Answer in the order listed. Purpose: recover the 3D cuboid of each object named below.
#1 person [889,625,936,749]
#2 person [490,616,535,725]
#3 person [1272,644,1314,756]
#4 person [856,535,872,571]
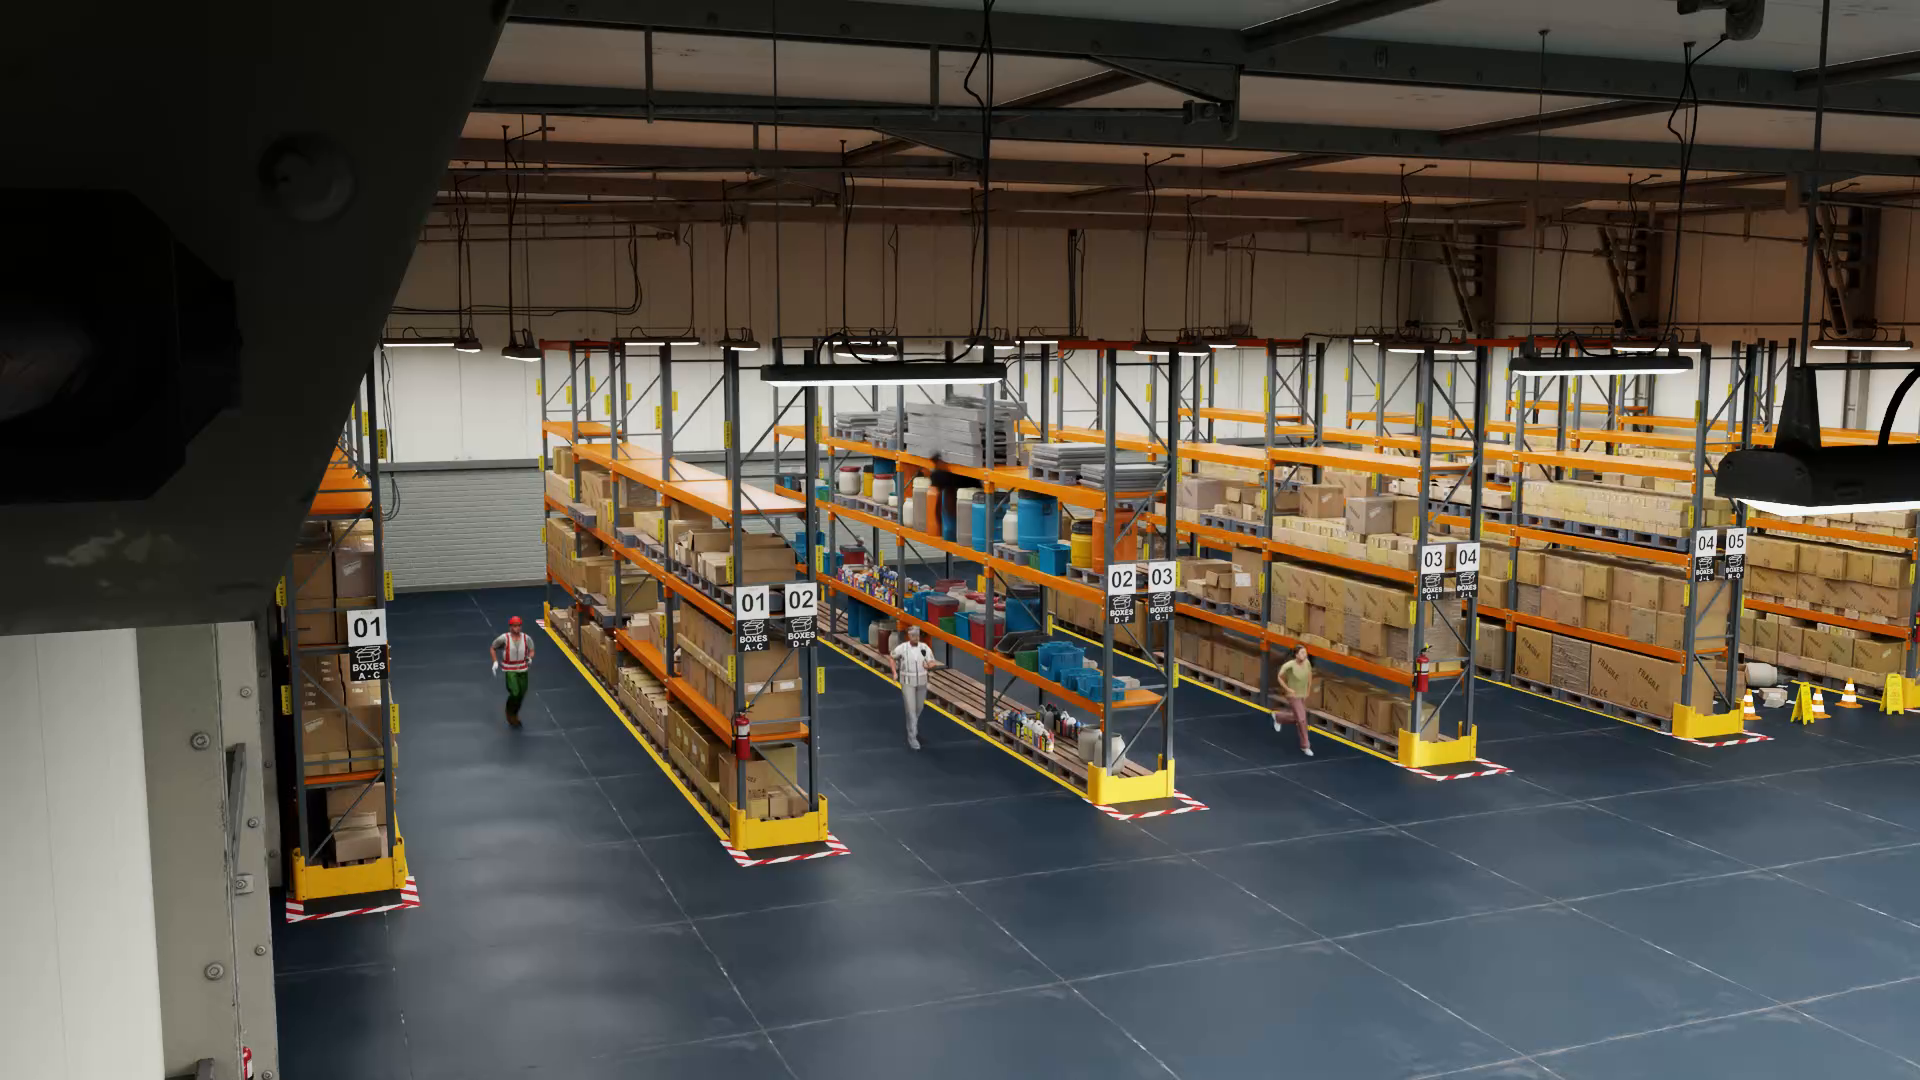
[{"bbox_3d":[-0.692,2.171,25.124,0.653,1.795,0.902,-3,8,-20],"label":"person"},{"bbox_3d":[-6.973,2.059,26.087,0.654,1.739,0.739,-5,9,-35],"label":"person"},{"bbox_3d":[4.955,2.334,24.763,0.587,1.656,0.896,-4,9,-30],"label":"person"},{"bbox_3d":[-2.138,0.650,37.644,0.520,1.597,0.819,7,10,42],"label":"person"}]
